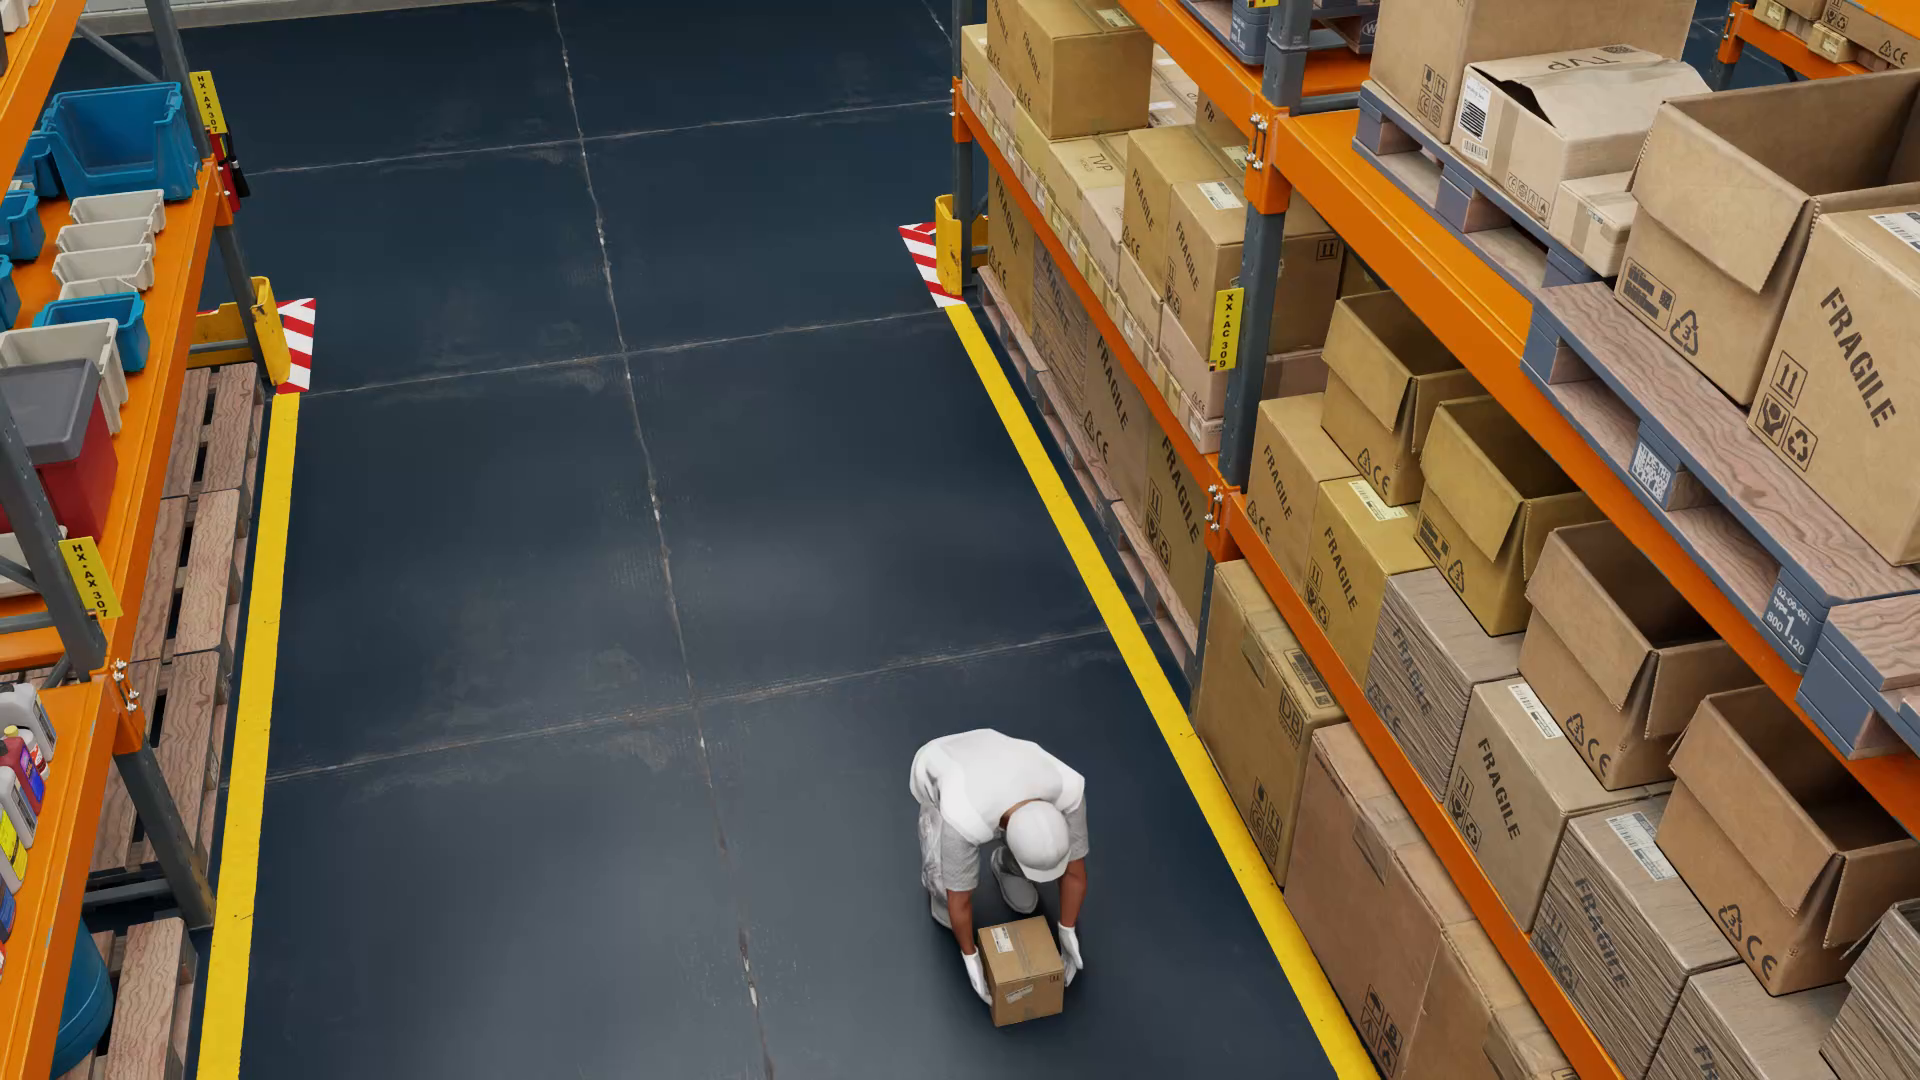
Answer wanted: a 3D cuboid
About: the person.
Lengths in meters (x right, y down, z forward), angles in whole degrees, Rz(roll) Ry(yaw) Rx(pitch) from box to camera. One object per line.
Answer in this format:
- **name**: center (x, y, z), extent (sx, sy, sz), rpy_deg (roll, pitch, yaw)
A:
- **person**: center (0.140, 1.070, 6.028), extent (0.577, 0.921, 0.911), rpy_deg (-9, 39, -12)
